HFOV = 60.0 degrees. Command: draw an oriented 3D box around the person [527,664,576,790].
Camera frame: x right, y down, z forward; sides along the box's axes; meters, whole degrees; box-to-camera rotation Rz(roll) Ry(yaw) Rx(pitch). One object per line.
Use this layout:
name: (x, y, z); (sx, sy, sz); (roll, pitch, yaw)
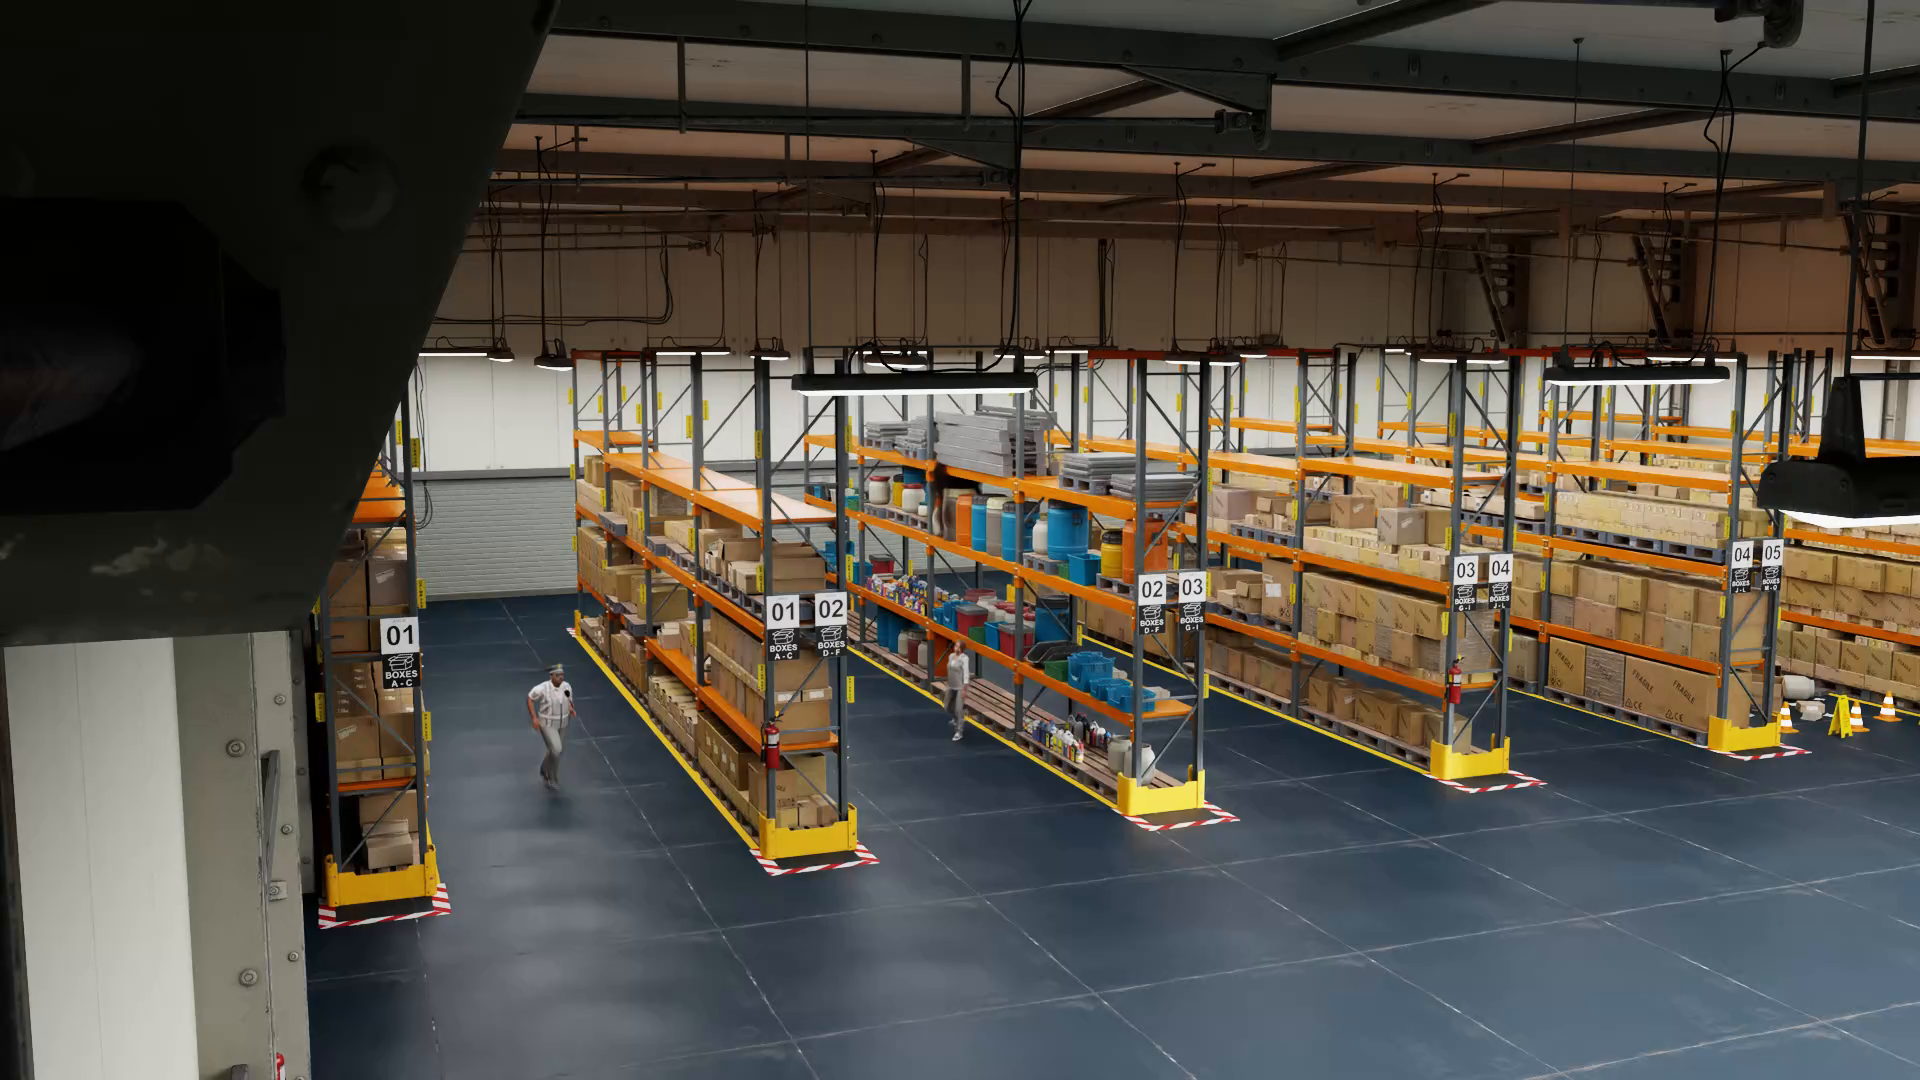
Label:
person: (-5.684, 2.602, 23.244); (0.848, 1.805, 0.605); (7, 10, 42)

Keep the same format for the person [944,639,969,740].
person: (-0.034, 2.313, 26.059); (0.603, 1.585, 0.538); (5, 9, 37)
